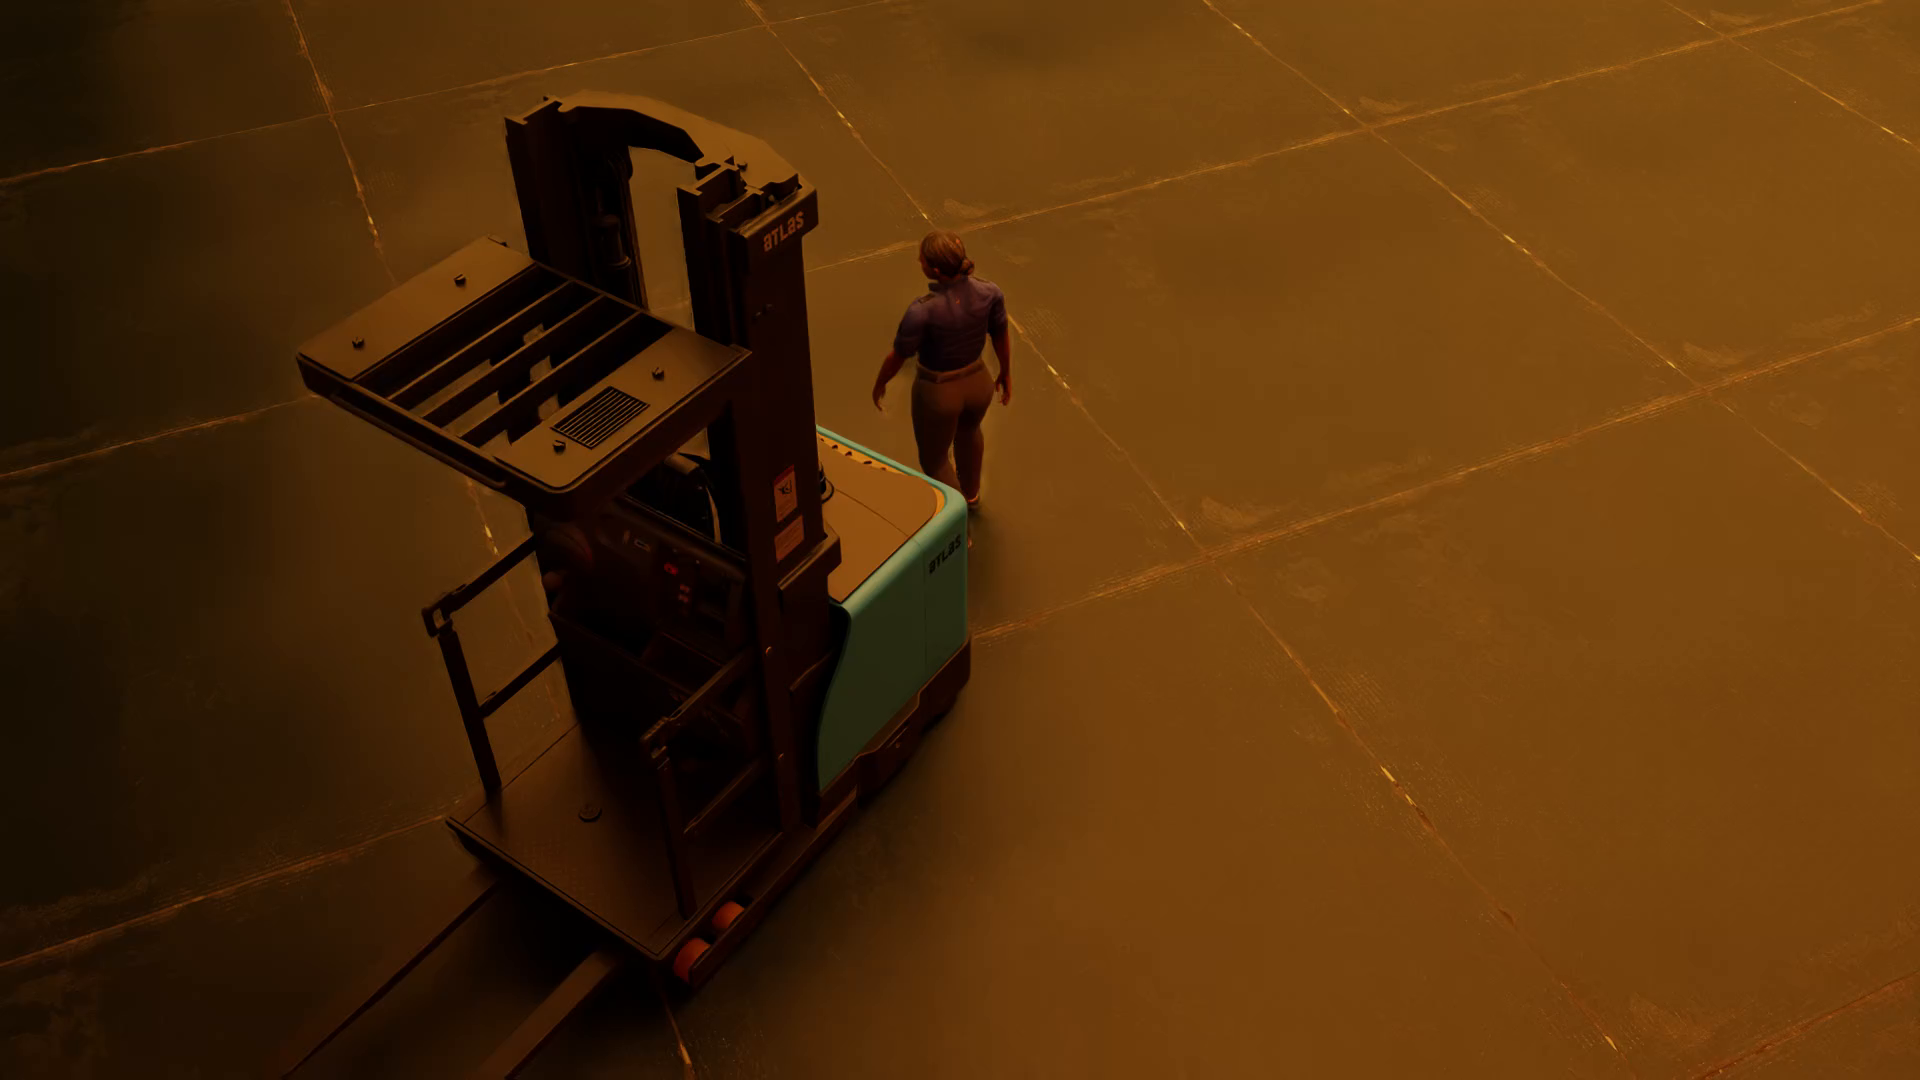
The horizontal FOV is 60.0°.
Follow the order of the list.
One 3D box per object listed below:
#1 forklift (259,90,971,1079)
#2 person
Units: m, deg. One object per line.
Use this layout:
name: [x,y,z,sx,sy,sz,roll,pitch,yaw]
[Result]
forklift: [-1.213,0.171,5.497,1.130,2.935,3.031,26,49,25]
person: [-0.087,-0.712,7.395,0.597,1.638,0.563,-23,48,-23]
